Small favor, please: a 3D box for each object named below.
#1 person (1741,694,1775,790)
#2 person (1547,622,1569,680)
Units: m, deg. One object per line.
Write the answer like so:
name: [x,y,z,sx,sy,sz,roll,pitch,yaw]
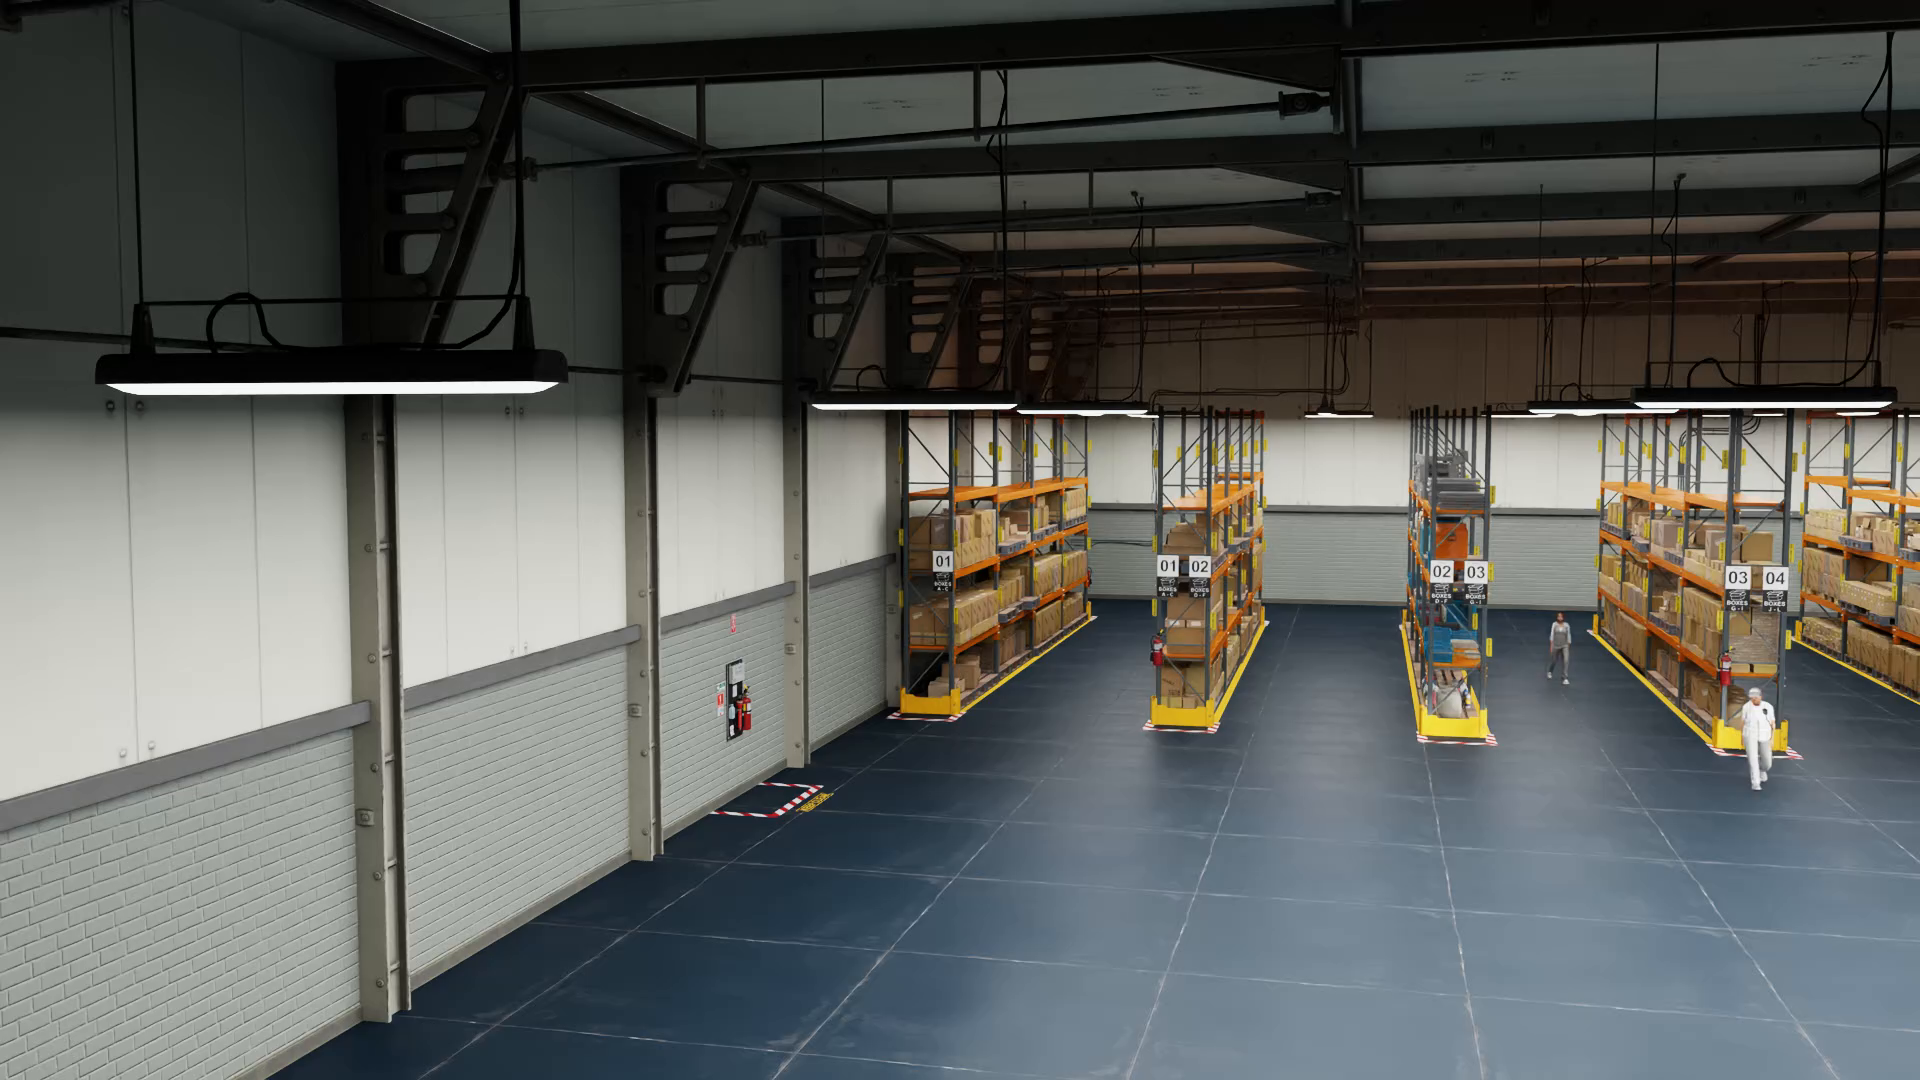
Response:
person: [12.494,3.080,26.035,0.469,1.524,0.949,2,4,20]
person: [13.077,2.408,36.308,0.369,1.275,0.730,0,4,3]
